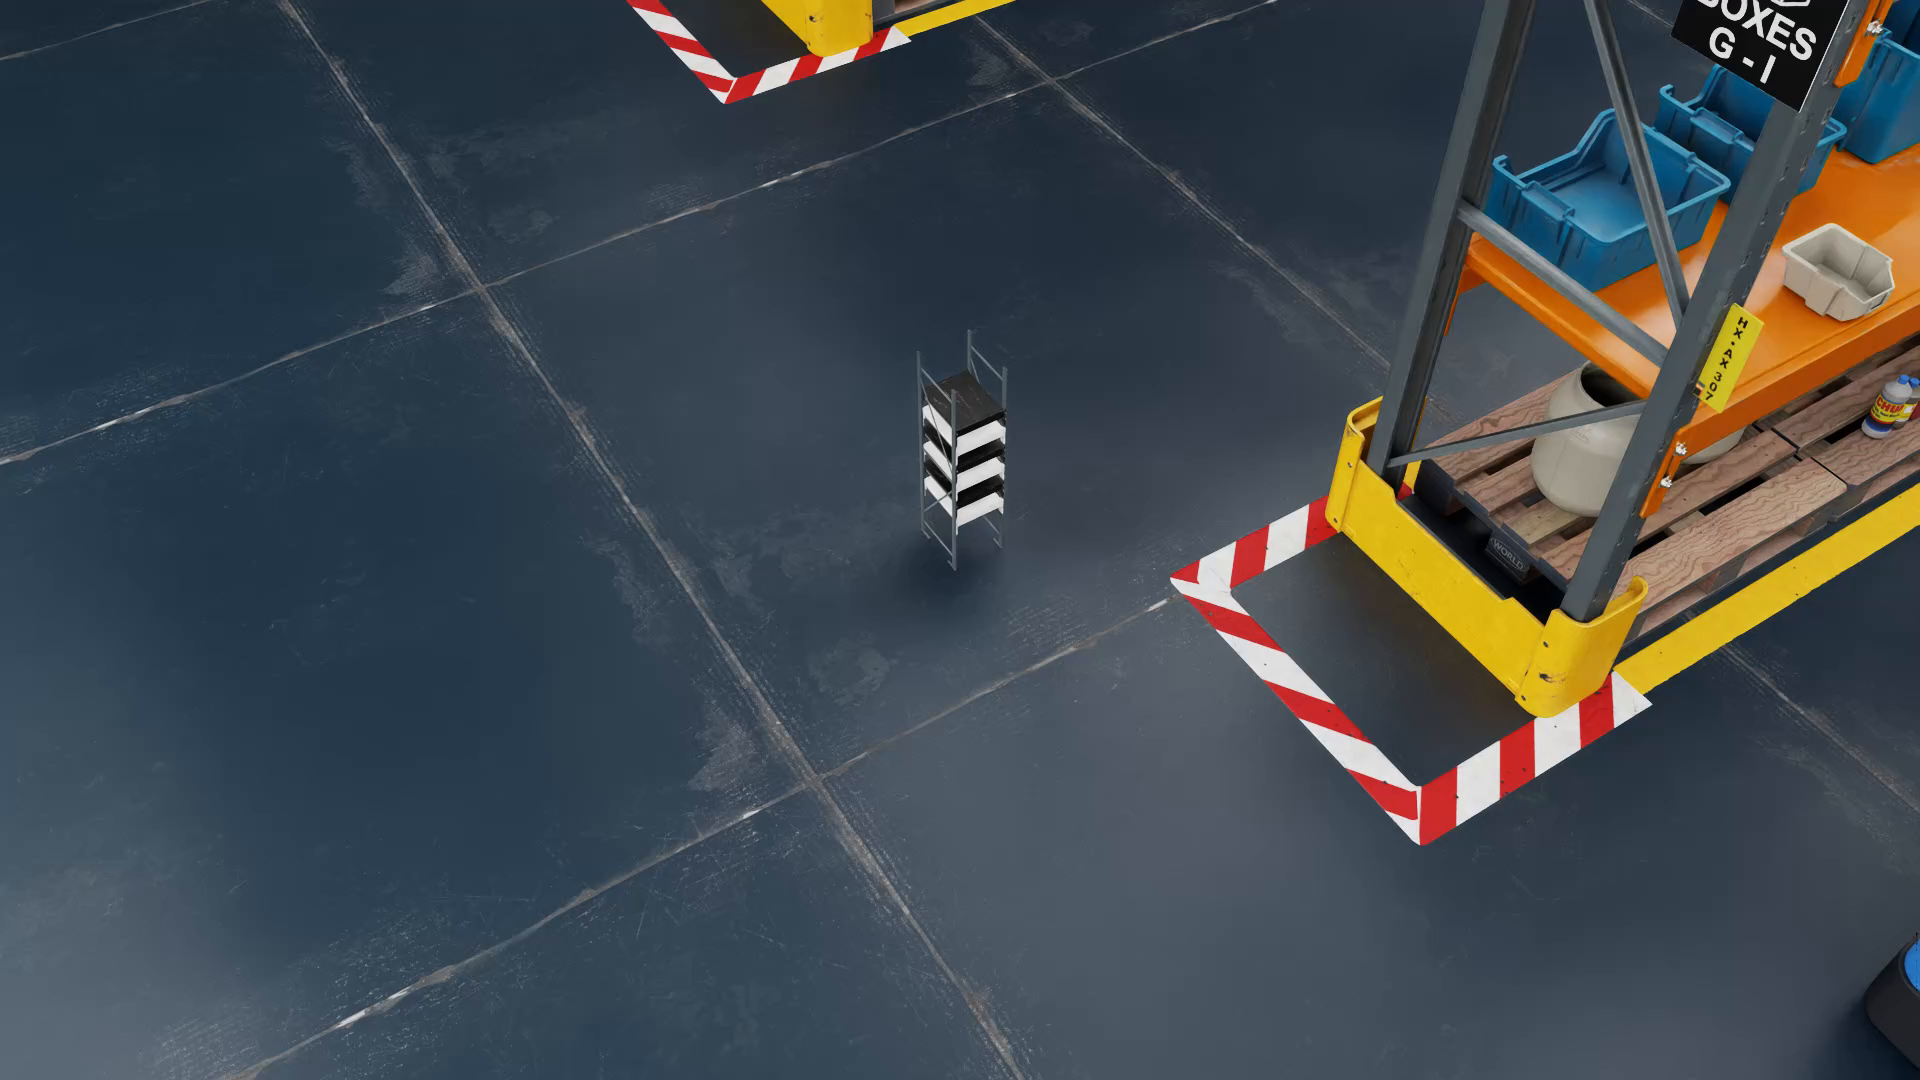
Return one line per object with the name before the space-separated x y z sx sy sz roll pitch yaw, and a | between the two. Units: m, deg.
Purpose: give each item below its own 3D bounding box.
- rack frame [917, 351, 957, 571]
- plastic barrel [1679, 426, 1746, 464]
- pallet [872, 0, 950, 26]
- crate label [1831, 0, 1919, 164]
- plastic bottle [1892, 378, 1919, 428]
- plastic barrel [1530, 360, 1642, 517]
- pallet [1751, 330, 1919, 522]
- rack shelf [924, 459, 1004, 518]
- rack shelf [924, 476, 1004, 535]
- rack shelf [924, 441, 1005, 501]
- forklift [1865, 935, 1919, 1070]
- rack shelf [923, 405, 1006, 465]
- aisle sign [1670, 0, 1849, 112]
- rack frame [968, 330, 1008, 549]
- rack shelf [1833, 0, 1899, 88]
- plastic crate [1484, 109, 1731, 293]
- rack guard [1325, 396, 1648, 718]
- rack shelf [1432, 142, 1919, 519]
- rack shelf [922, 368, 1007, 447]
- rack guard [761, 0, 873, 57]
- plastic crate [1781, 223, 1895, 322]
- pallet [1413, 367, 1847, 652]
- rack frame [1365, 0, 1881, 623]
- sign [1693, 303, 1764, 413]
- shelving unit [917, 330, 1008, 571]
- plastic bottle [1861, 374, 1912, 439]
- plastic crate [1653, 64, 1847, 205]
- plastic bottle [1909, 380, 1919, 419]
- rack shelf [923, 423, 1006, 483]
rack frame | -0.079 -0.262 5.881 0.006 0.900 0.240 -25 53 -21
plastic barrel | 2.722 -0.568 6.132 0.421 0.512 0.421 0 48 0
pallet | -0.233 -3.279 9.029 1.213 0.211 1.003 -25 53 -21
crate label | 3.195 -1.661 5.697 0.616 0.435 0.502 -25 53 -21
plastic bottle | 3.570 -0.528 6.291 0.097 0.201 0.097 0 48 0
plastic barrel | 2.298 -0.368 5.954 0.421 0.512 0.421 0 48 0
pallet | 3.542 -0.681 6.715 1.213 0.211 1.003 -25 53 -21
rack shelf | 0.007 -0.220 6.009 0.200 0.077 0.258 -25 53 -21
rack shelf | 0.007 -0.161 6.076 0.200 0.077 0.258 -25 53 -21
rack shelf | 0.007 -0.280 5.942 0.200 0.077 0.258 -25 53 -21
forklift | 4.210 0.201 4.108 3.031 2.935 1.130 -24 53 -20
rack shelf | 0.007 -0.400 5.807 0.200 0.077 0.258 -25 53 -21
aisle sign | 1.878 -1.396 3.744 0.004 0.787 0.394 -25 53 -21
rack frame | 0.093 -0.343 5.953 0.006 0.900 0.240 -25 53 -21
rack shelf | 3.474 -2.301 4.763 4.000 0.370 1.077 -25 53 -21
plastic crate | 2.046 -1.084 5.307 0.616 0.251 0.499 -25 53 -21
rack guard | 1.822 0.026 5.892 0.348 0.500 1.175 -25 53 -21
rack shelf | 3.474 -1.303 5.884 4.000 0.370 1.077 -25 53 -21
rack shelf | 0.007 -0.460 5.740 0.200 0.077 0.258 -25 53 -21
rack guard | -0.878 -3.034 8.618 0.348 0.500 1.175 -25 53 -21
plastic crate | 2.711 -0.811 5.140 0.250 0.136 0.298 -25 53 -21
pallet | 2.512 -0.198 6.285 1.213 0.211 1.003 -25 53 -21
rack frame | 1.783 -0.745 4.905 0.127 3.000 1.000 -25 53 -21
sign | 2.072 -0.488 4.491 0.005 0.325 0.100 -25 53 -21
shelving unit | 0.007 -0.302 5.917 0.210 0.900 0.258 -25 53 -21
plastic bottle | 3.482 -0.510 6.228 0.097 0.271 0.097 0 48 0
plastic crate | 2.598 -1.340 5.534 0.408 0.251 0.499 -25 53 -21
plastic bottle | 3.683 -0.593 6.293 0.133 0.283 0.061 -24 53 -20
rack shelf | 0.007 -0.340 5.874 0.200 0.077 0.258 -25 53 -21
